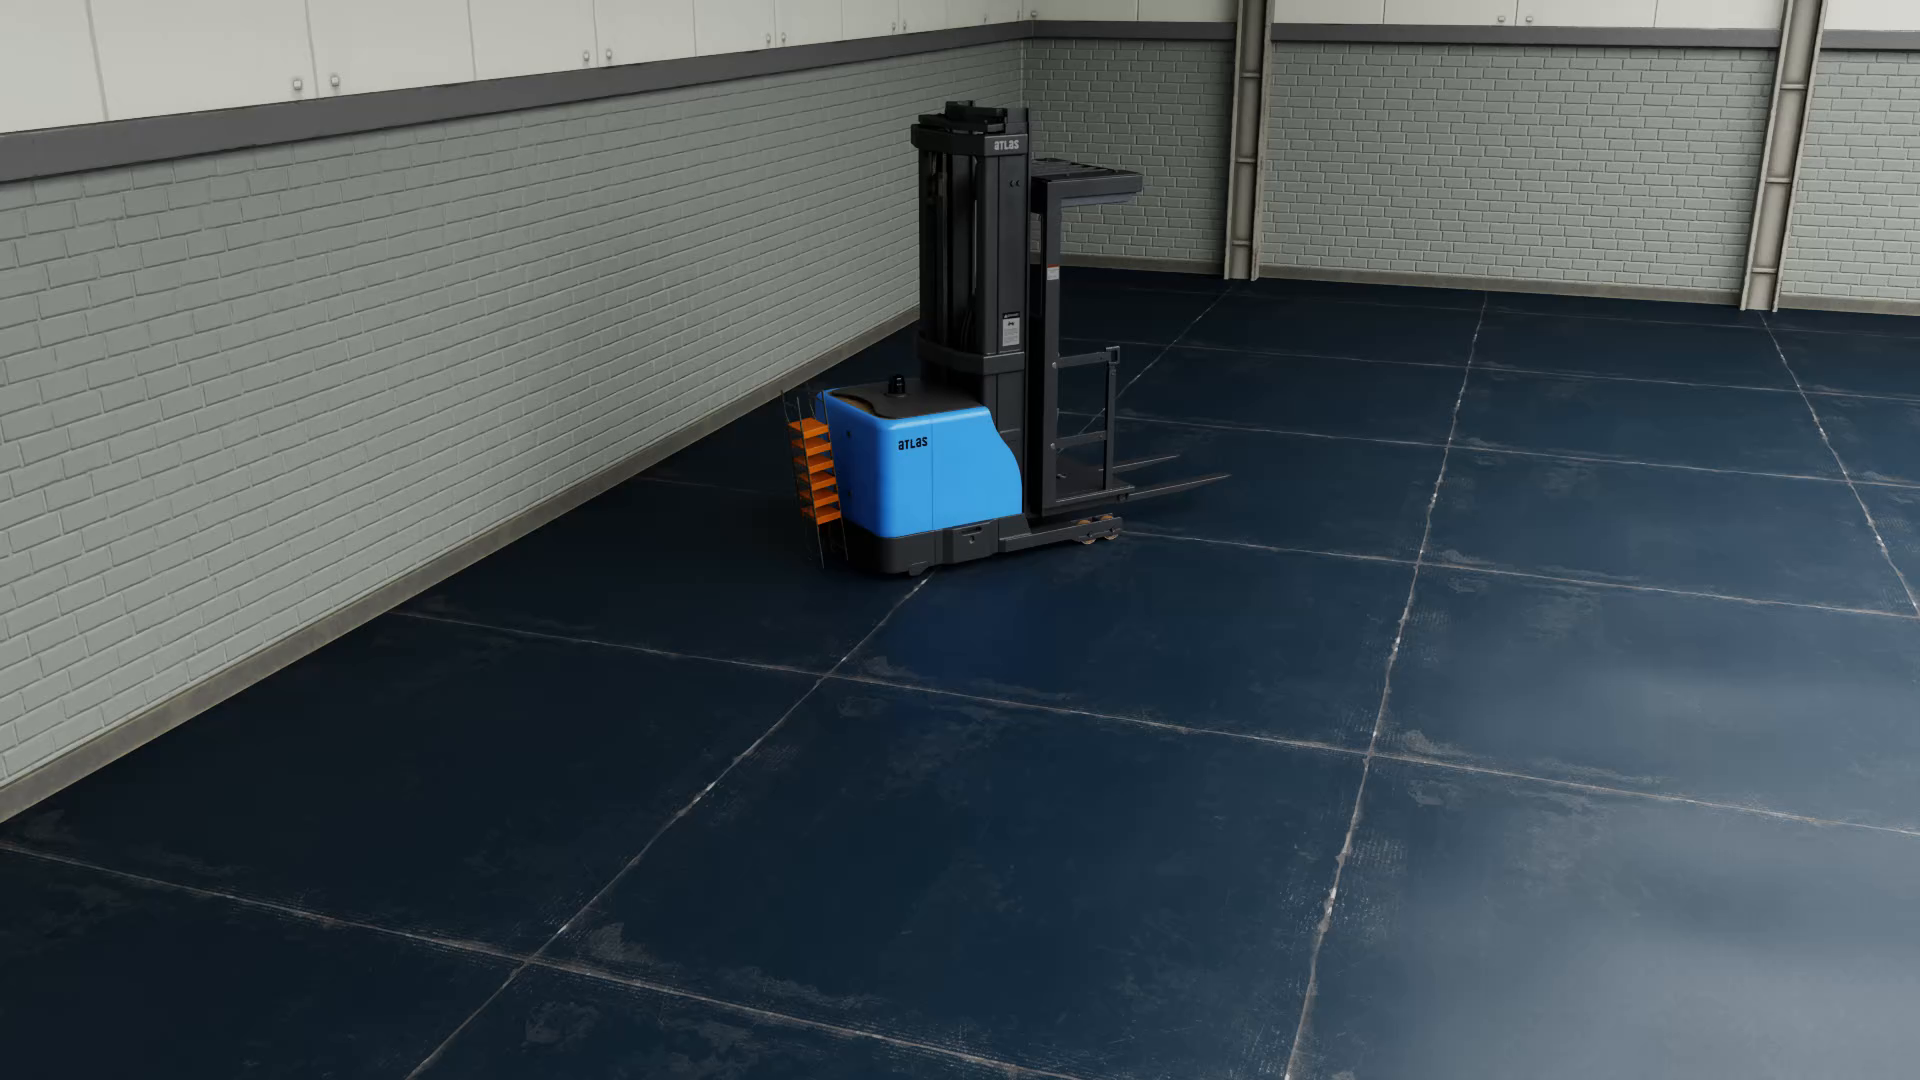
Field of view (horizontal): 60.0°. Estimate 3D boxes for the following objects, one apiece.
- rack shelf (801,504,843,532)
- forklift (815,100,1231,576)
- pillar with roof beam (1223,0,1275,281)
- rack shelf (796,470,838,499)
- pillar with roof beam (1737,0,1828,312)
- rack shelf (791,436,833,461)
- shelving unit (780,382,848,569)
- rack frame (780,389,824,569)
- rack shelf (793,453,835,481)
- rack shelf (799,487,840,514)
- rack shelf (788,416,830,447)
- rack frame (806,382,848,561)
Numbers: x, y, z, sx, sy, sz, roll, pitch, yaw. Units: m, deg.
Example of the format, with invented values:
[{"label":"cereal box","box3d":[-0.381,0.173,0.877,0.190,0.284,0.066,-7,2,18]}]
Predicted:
[{"label":"rack shelf","box3d":[-0.923,-0.158,11.041,0.180,0.103,0.258,-19,26,-27]},{"label":"forklift","box3d":[0.538,-1.491,11.400,3.031,2.935,1.130,-11,22,-29]},{"label":"pillar with roof beam","box3d":[2.162,-6.244,15.819,0.400,9.000,9.100,7,20,18]},{"label":"rack shelf","box3d":[-0.949,-0.377,10.948,0.180,0.103,0.258,-19,26,-27]},{"label":"pillar with roof beam","box3d":[7.830,-5.596,13.959,0.400,9.000,9.100,7,20,18]},{"label":"rack shelf","box3d":[-0.975,-0.597,10.854,0.180,0.103,0.258,-19,26,-27]},{"label":"shelving unit","box3d":[-0.954,-0.418,10.930,0.189,1.200,0.258,-19,26,-27]},{"label":"rack frame","box3d":[-1.031,-0.391,10.889,0.006,1.200,0.240,-19,26,-27]},{"label":"rack shelf","box3d":[-0.962,-0.487,10.901,0.180,0.103,0.258,-19,26,-27]},{"label":"rack shelf","box3d":[-0.936,-0.268,10.994,0.180,0.103,0.258,-19,26,-27]},{"label":"rack shelf","box3d":[-0.988,-0.707,10.807,0.180,0.103,0.258,-19,26,-27]},{"label":"rack frame","box3d":[-0.877,-0.445,10.972,0.006,1.200,0.240,-19,26,-27]}]
